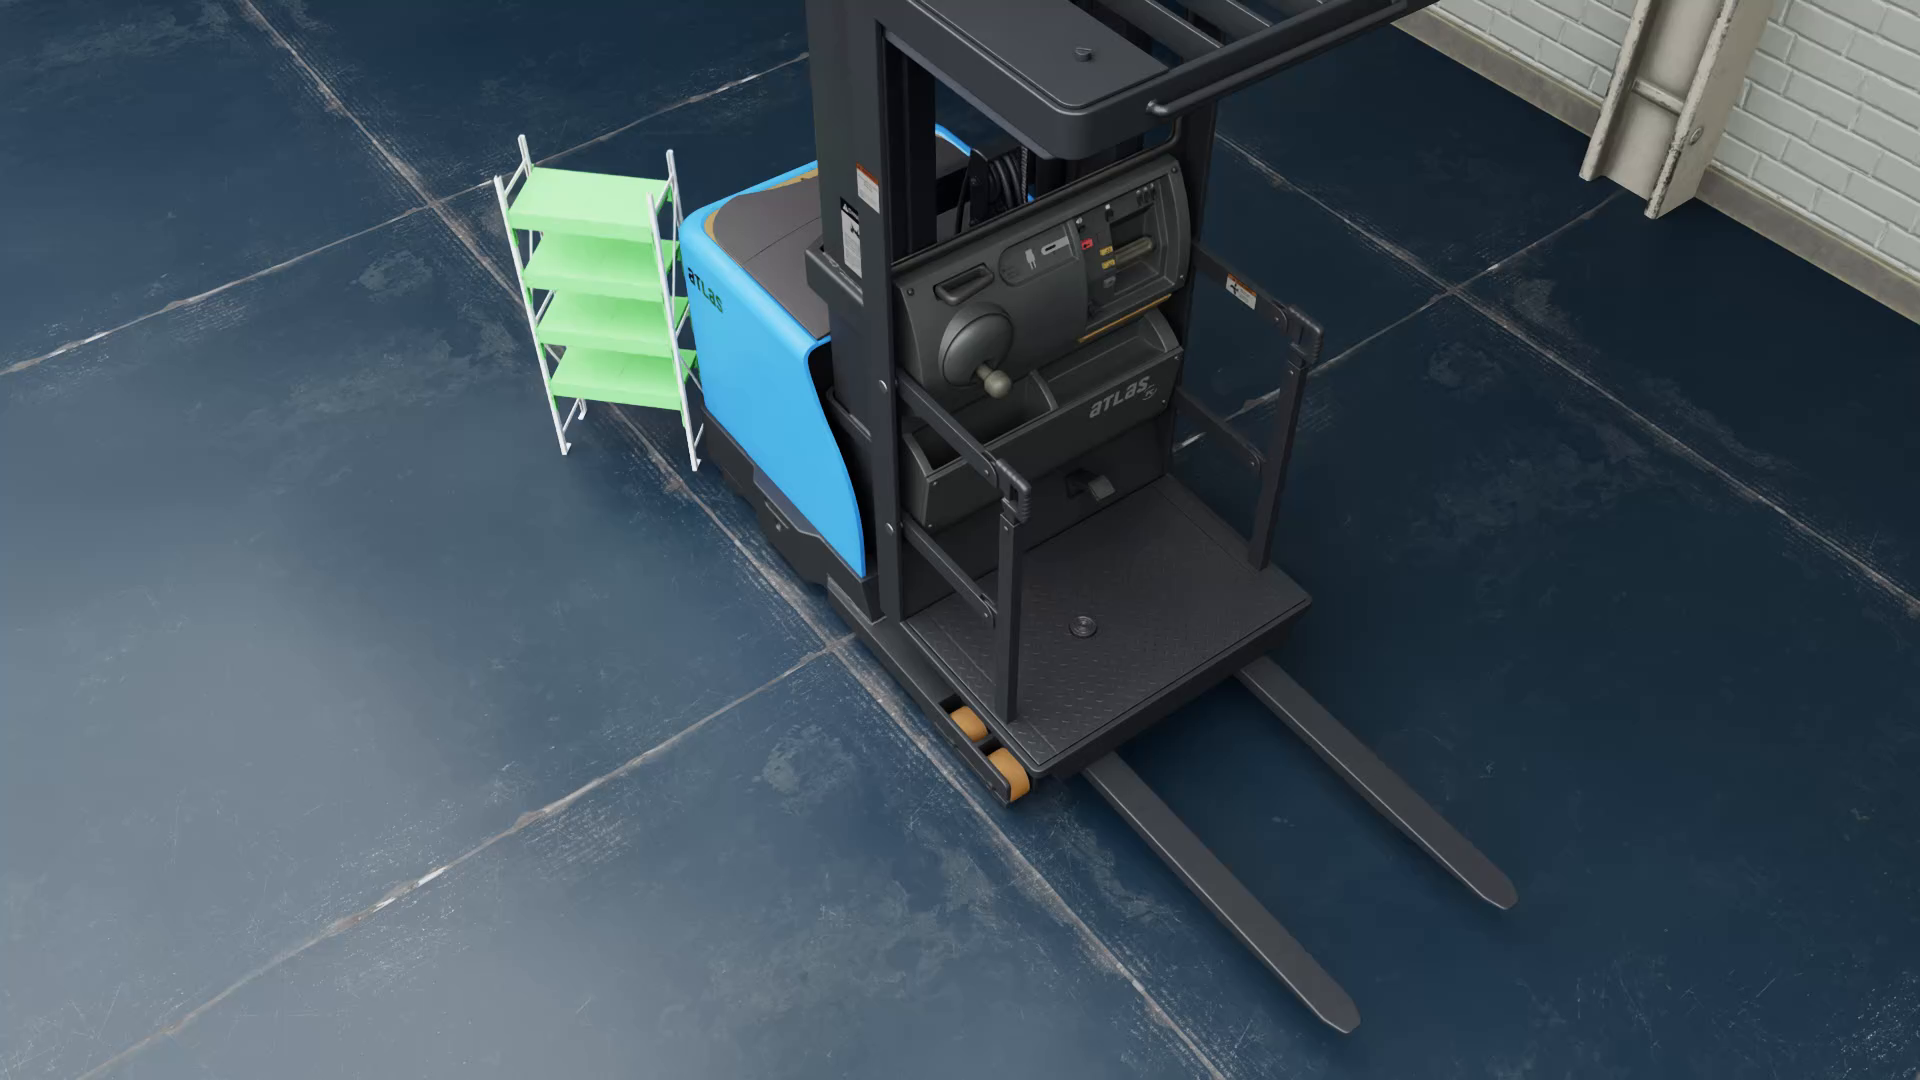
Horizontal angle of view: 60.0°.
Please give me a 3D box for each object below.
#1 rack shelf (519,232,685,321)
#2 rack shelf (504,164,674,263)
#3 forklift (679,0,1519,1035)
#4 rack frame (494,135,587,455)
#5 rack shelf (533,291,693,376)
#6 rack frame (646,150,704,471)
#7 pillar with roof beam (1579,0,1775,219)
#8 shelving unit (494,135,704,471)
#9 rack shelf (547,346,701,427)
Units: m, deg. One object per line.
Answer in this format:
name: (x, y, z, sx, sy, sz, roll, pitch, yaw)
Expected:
rack shelf: (-1.174, -0.887, 5.507, 0.480, 0.148, 0.258, 7, 48, 6)
rack shelf: (-1.174, -1.049, 5.329, 0.480, 0.148, 0.258, 7, 48, 6)
forklift: (0.372, -0.608, 4.323, 1.130, 2.935, 3.031, -29, 54, -23)
rack frame: (-1.414, -0.800, 5.665, 0.015, 1.200, 0.240, 7, 48, 6)
rack shelf: (-1.174, -0.726, 5.685, 0.480, 0.148, 0.258, 7, 48, 6)
rack frame: (-0.933, -0.739, 5.610, 0.015, 1.200, 0.240, 7, 48, 6)
pillar with roof beam: (-0.516, -2.618, 2.049, 9.100, 9.000, 0.400, -29, 54, -24)
shelving unit: (-1.174, -0.769, 5.638, 0.503, 1.200, 0.258, 7, 48, 6)
rack shelf: (-1.174, -0.565, 5.863, 0.480, 0.148, 0.258, 7, 48, 6)
